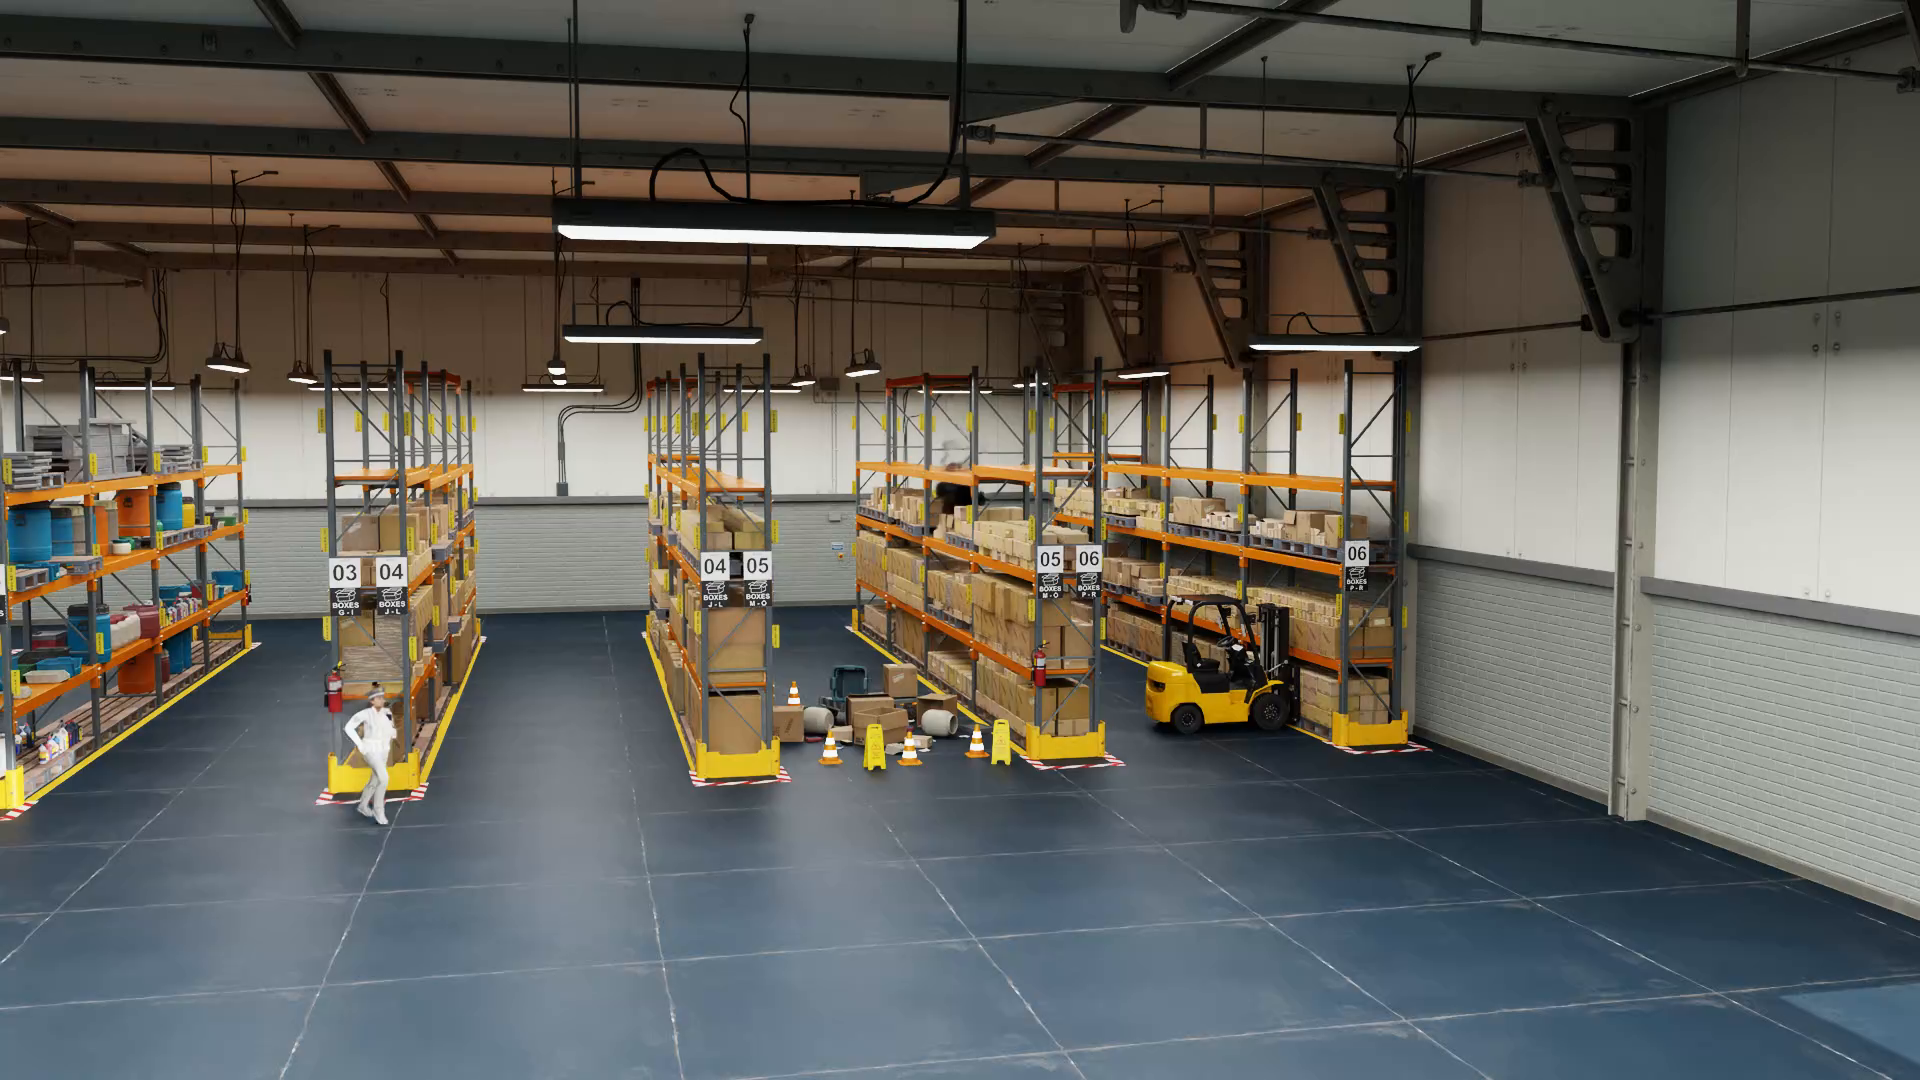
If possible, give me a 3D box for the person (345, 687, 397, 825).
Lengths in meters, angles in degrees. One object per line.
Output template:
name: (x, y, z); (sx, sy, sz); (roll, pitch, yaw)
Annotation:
person: (-7.368, 2.703, 20.949); (0.700, 1.733, 0.601); (2, 5, 29)
